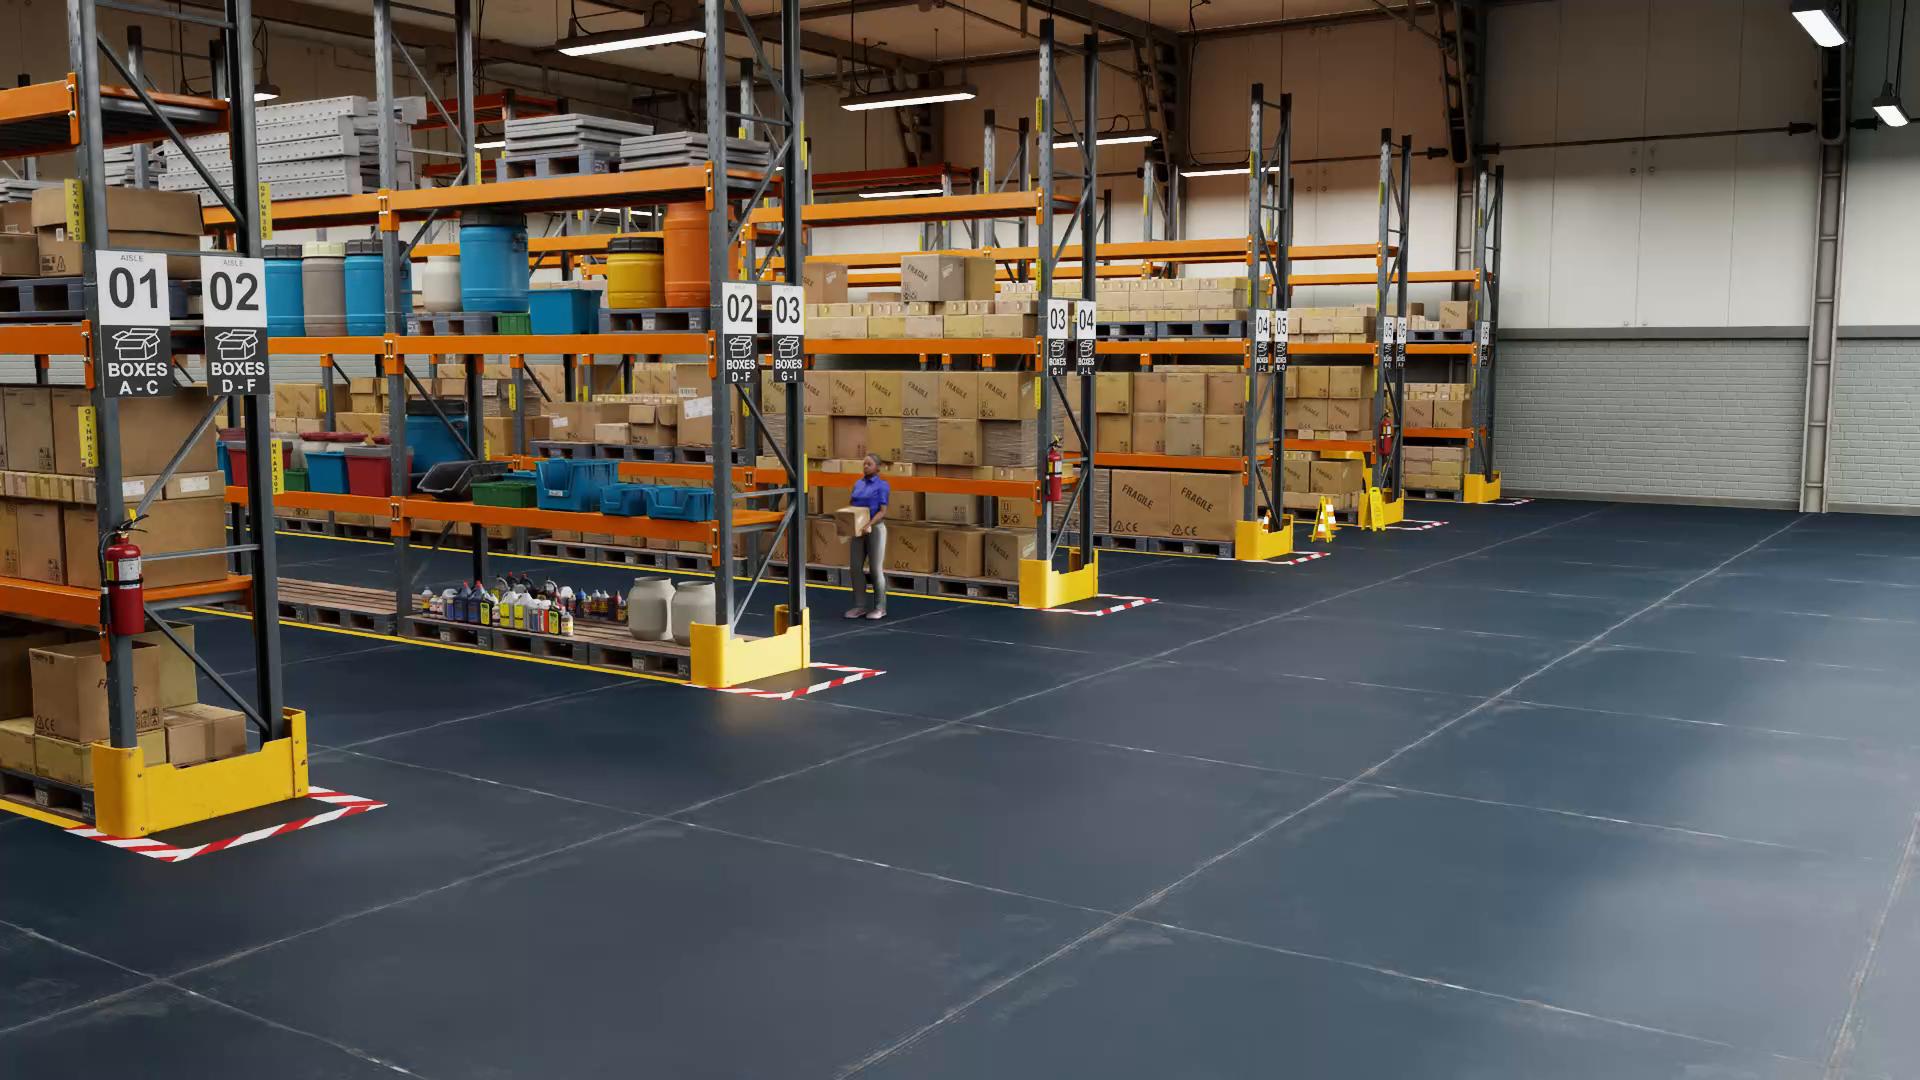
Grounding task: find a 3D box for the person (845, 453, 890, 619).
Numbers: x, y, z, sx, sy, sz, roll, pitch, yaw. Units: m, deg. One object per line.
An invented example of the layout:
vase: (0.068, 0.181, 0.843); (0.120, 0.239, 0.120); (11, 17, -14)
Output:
person: (-0.963, -0.040, 16.664); (0.460, 1.653, 0.500); (4, 8, 33)
